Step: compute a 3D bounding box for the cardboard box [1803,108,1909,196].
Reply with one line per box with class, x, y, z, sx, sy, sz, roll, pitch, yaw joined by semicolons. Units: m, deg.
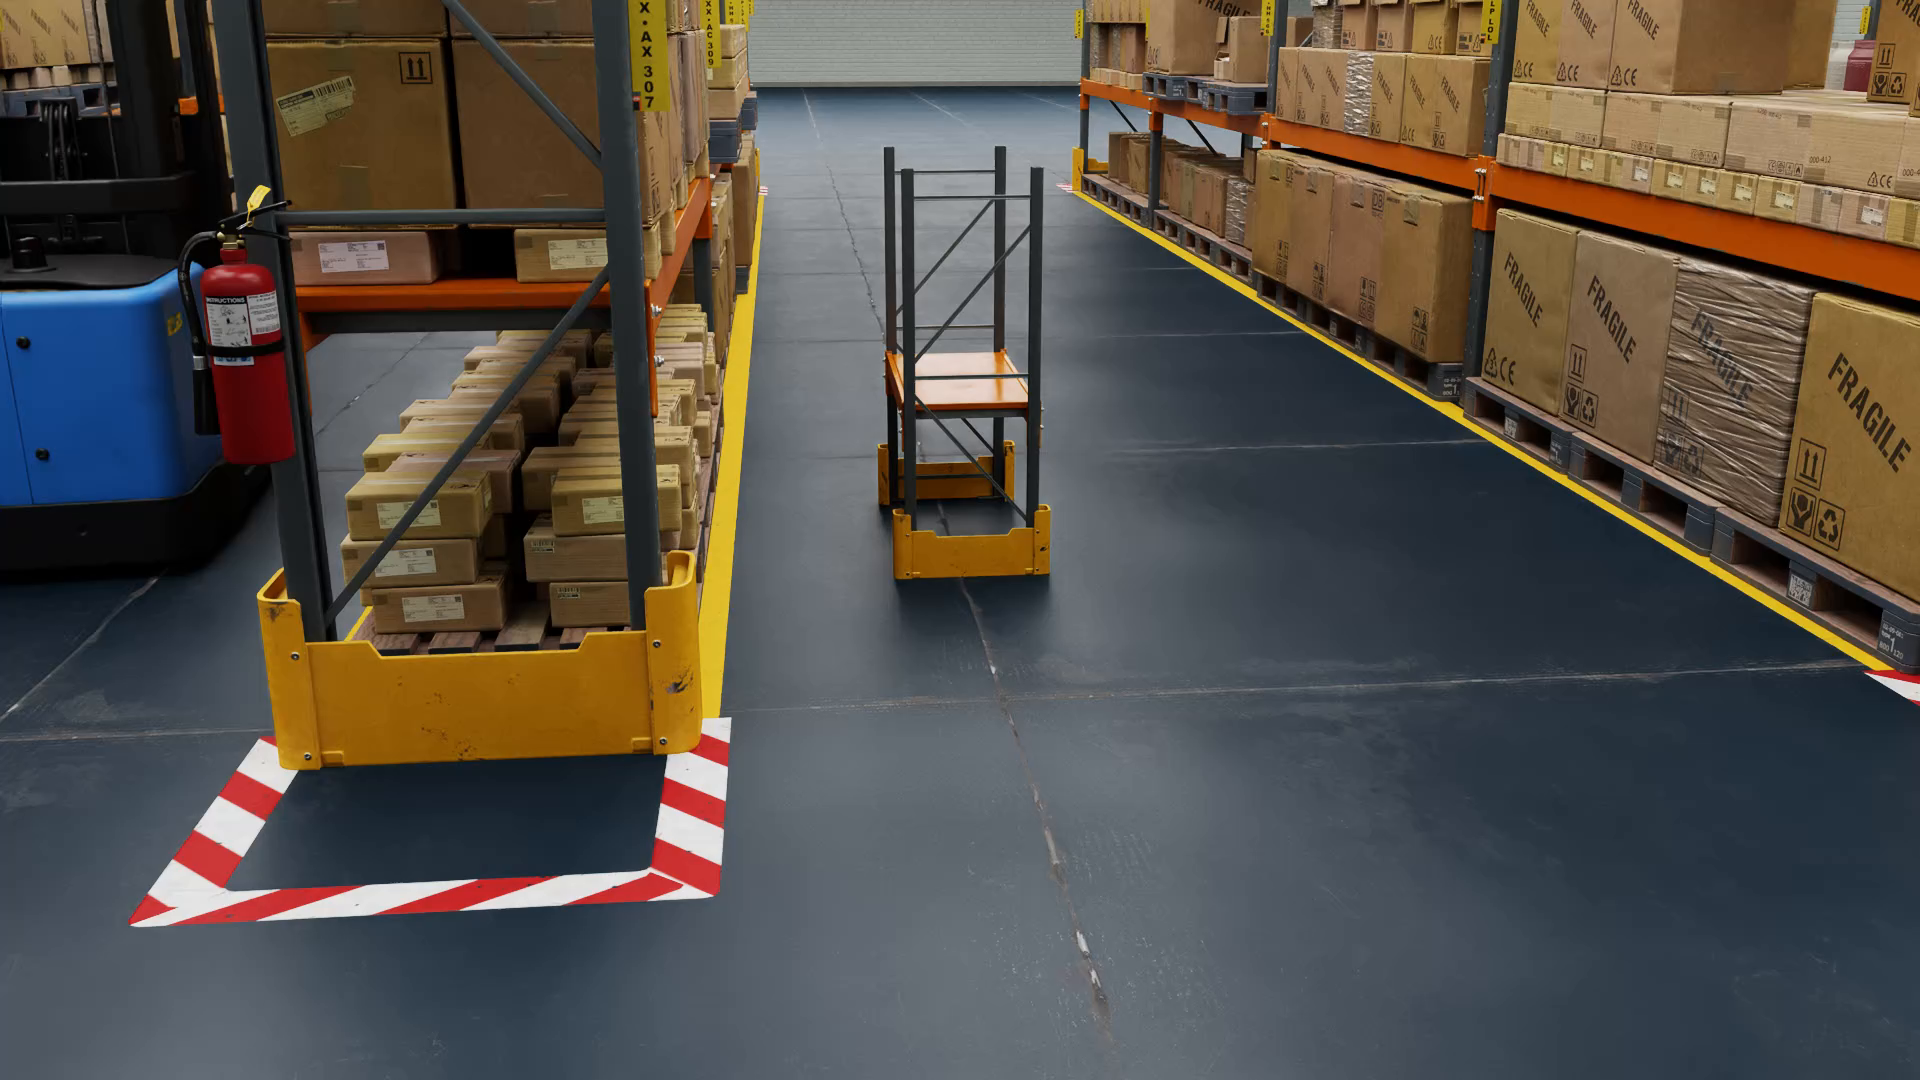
cardboard box;3.240;-1.315;5.611;0.500;0.250;0.500;-2;18;-7

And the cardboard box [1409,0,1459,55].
cardboard box;3.060;-3.070;9.606;0.797;0.503;0.637;-2;17;-5

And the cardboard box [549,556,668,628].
cardboard box;-1.074;0.160;5.218;0.380;0.149;0.250;-1;17;-5

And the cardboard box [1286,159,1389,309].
cardboard box;2.915;-2.055;11.061;1.225;0.875;0.875;-2;18;-5

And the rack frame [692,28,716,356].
rack frame;-1.751;-2.026;8.121;1.000;3.000;0.127;-2;18;-6

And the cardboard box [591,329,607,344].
cardboard box;-1.921;-1.041;8.049;0.380;0.149;0.250;-1;17;-3

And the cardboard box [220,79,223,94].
cardboard box;-7.329;-4.437;16.220;0.380;0.149;0.250;-1;17;-4

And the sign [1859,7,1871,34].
sign;11.257;-6.464;20.682;0.100;0.325;0.005;-2;18;-6

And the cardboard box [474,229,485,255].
cardboard box;-1.682;-0.952;5.121;0.380;0.149;0.250;-2;18;-6

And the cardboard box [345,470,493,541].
cardboard box;-1.645;-0.108;5.078;0.380;0.149;0.250;-2;17;-5

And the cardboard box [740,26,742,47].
cardboard box;-1.500;-2.987;9.909;0.380;0.149;0.250;-1;17;-4

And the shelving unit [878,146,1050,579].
shelving unit;-0.008;-0.738;6.525;0.587;1.500;1.083;-2;18;-6

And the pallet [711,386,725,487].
pallet;-1.646;-0.496;7.905;1.003;0.211;1.213;-2;18;-6

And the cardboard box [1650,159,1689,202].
cardboard box;3.055;-1.466;6.759;0.380;0.149;0.250;-2;18;-7

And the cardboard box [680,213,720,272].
cardboard box;-1.564;-1.619;9.048;0.500;0.250;0.500;-3;18;-8

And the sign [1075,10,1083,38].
sign;1.416;-6.120;19.718;0.100;0.325;0.005;-2;18;-6

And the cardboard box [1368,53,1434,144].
cardboard box;2.768;-2.630;9.881;0.500;0.500;0.500;-2;18;-6

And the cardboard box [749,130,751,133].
cardboard box;-2.853;-4.587;19.128;0.875;0.875;0.875;-2;18;-5

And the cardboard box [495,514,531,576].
cardboard box;-1.669;0.021;5.662;0.380;0.149;0.250;-2;18;-6

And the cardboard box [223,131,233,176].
cardboard box;-7.281;-3.656;15.953;0.500;0.500;0.500;-1;17;-3

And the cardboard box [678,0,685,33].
cardboard box;-1.266;-2.100;6.026;0.500;0.500;0.500;-2;18;-7

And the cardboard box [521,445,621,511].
cardboard box;-1.202;-0.203;5.381;0.380;0.149;0.250;-1;17;-5

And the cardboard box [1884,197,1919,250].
cardboard box;3.213;-1.010;5.307;0.380;0.149;0.250;-2;18;-5

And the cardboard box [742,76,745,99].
cardboard box;-1.528;-2.783;10.251;0.380;0.149;0.250;-1;17;-4

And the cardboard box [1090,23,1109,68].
cardboard box;1.985;-5.749;19.317;0.875;0.500;0.500;-2;18;-6

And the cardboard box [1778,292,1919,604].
cardboard box;3.460;-0.332;5.572;0.875;0.875;0.875;-2;18;-6

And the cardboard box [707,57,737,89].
cardboard box;-1.334;-2.380;8.471;0.380;0.149;0.250;-1;17;-5

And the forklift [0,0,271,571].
forklift;-3.671;-1.670;7.102;1.130;2.935;3.031;-4;18;-11

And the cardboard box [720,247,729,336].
cardboard box;-1.620;-1.419;9.662;0.500;0.500;0.500;-1;17;-3

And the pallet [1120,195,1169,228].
pallet;2.264;-3.401;17.157;1.003;0.211;1.213;-2;18;-6

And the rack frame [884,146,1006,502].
rack frame;-0.061;-0.892;7.016;0.500;1.500;0.032;-2;18;-6

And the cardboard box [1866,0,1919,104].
cardboard box;3.714;-1.840;6.031;0.500;0.500;0.500;-2;18;-7

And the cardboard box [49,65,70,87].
cardboard box;-6.911;-3.468;12.435;0.380;0.149;0.250;-2;18;-5

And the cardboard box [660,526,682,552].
cardboard box;-1.109;-0.063;5.433;0.380;0.149;0.250;-2;18;-6

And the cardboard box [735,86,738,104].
cardboard box;-1.368;-2.320;8.778;0.380;0.149;0.250;-2;17;-5

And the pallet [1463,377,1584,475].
pallet;3.194;-0.589;8.202;1.003;0.211;1.213;-2;18;-6

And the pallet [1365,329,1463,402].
pallet;3.039;-1.046;9.656;1.003;0.211;1.213;-2;18;-6

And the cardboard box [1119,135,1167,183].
cardboard box;2.099;-4.368;19.055;0.500;0.500;0.500;3;18;9

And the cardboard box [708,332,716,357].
cardboard box;-1.402;-0.924;8.173;0.380;0.149;0.250;-1;17;-5

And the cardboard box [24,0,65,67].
cardboard box;-6.954;-3.721;12.156;0.500;0.500;0.500;-1;17;-3

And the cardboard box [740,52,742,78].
cardboard box;-1.497;-2.846;9.955;0.380;0.149;0.250;-2;18;-7

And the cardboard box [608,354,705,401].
cardboard box;-1.248;-0.665;6.854;0.380;0.149;0.250;-2;18;-8

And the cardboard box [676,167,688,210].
cardboard box;-1.256;-1.364;6.434;0.380;0.149;0.250;-1;17;-5

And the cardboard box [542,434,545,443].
cardboard box;-1.862;-0.431;6.605;0.380;0.149;0.250;-2;18;-5

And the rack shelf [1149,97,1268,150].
rack shelf;2.574;-3.593;14.315;1.077;0.370;4.000;-2;18;-6

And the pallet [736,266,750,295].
pallet;-2.170;-2.124;13.091;1.003;0.211;1.213;-2;18;-6

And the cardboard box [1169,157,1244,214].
cardboard box;2.410;-3.366;15.829;0.700;0.500;0.500;-3;18;-10

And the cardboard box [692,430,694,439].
cardboard box;-1.305;-0.371;6.911;0.380;0.149;0.250;-1;17;-5

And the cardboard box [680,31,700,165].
cardboard box;-1.318;-1.777;6.666;0.500;0.500;0.500;-2;18;-6

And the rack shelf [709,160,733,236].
rack shelf;-1.957;-2.278;10.127;1.077;0.370;4.000;-2;18;-6

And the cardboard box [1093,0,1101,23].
cardboard box;1.786;-6.069;18.668;0.500;0.500;0.500;-2;18;-6

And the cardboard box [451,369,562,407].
cardboard box;-1.786;-0.574;6.564;0.380;0.149;0.250;-2;18;-5

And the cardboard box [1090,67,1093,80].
cardboard box;1.748;-5.512;19.645;0.380;0.149;0.250;-2;18;-6

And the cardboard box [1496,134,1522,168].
cardboard box;2.893;-1.930;8.238;0.380;0.149;0.250;-2;18;-6

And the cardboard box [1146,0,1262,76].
cardboard box;2.311;-4.778;15.185;1.000;1.000;1.000;-2;18;-5

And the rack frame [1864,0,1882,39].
rack frame;11.809;-6.029;20.873;1.000;3.000;0.127;-2;18;-6

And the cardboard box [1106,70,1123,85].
cardboard box;1.806;-5.062;18.212;0.380;0.149;0.250;-2;18;-6
